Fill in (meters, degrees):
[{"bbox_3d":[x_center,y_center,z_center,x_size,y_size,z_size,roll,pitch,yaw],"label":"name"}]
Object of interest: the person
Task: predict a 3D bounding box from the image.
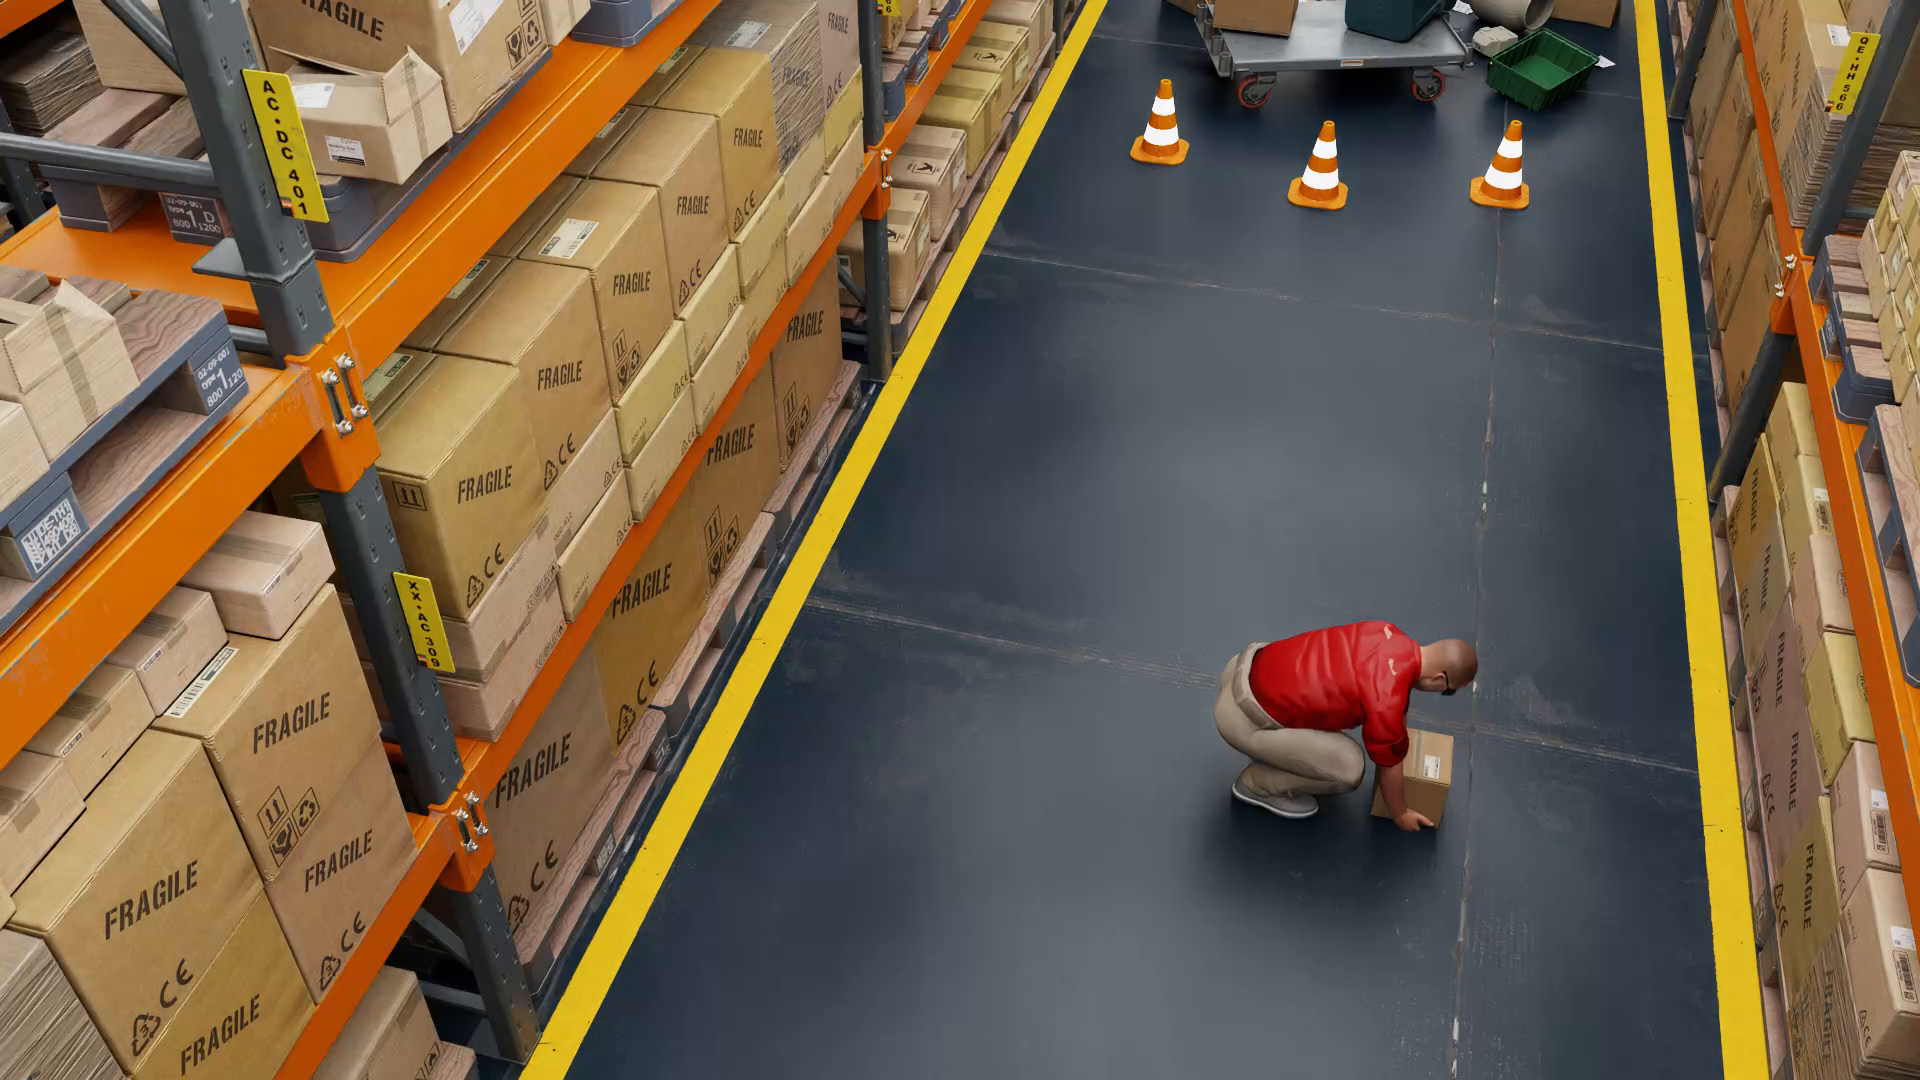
[{"bbox_3d":[1.397,0.672,6.185,0.896,0.858,0.535,9,42,11],"label":"person"}]
